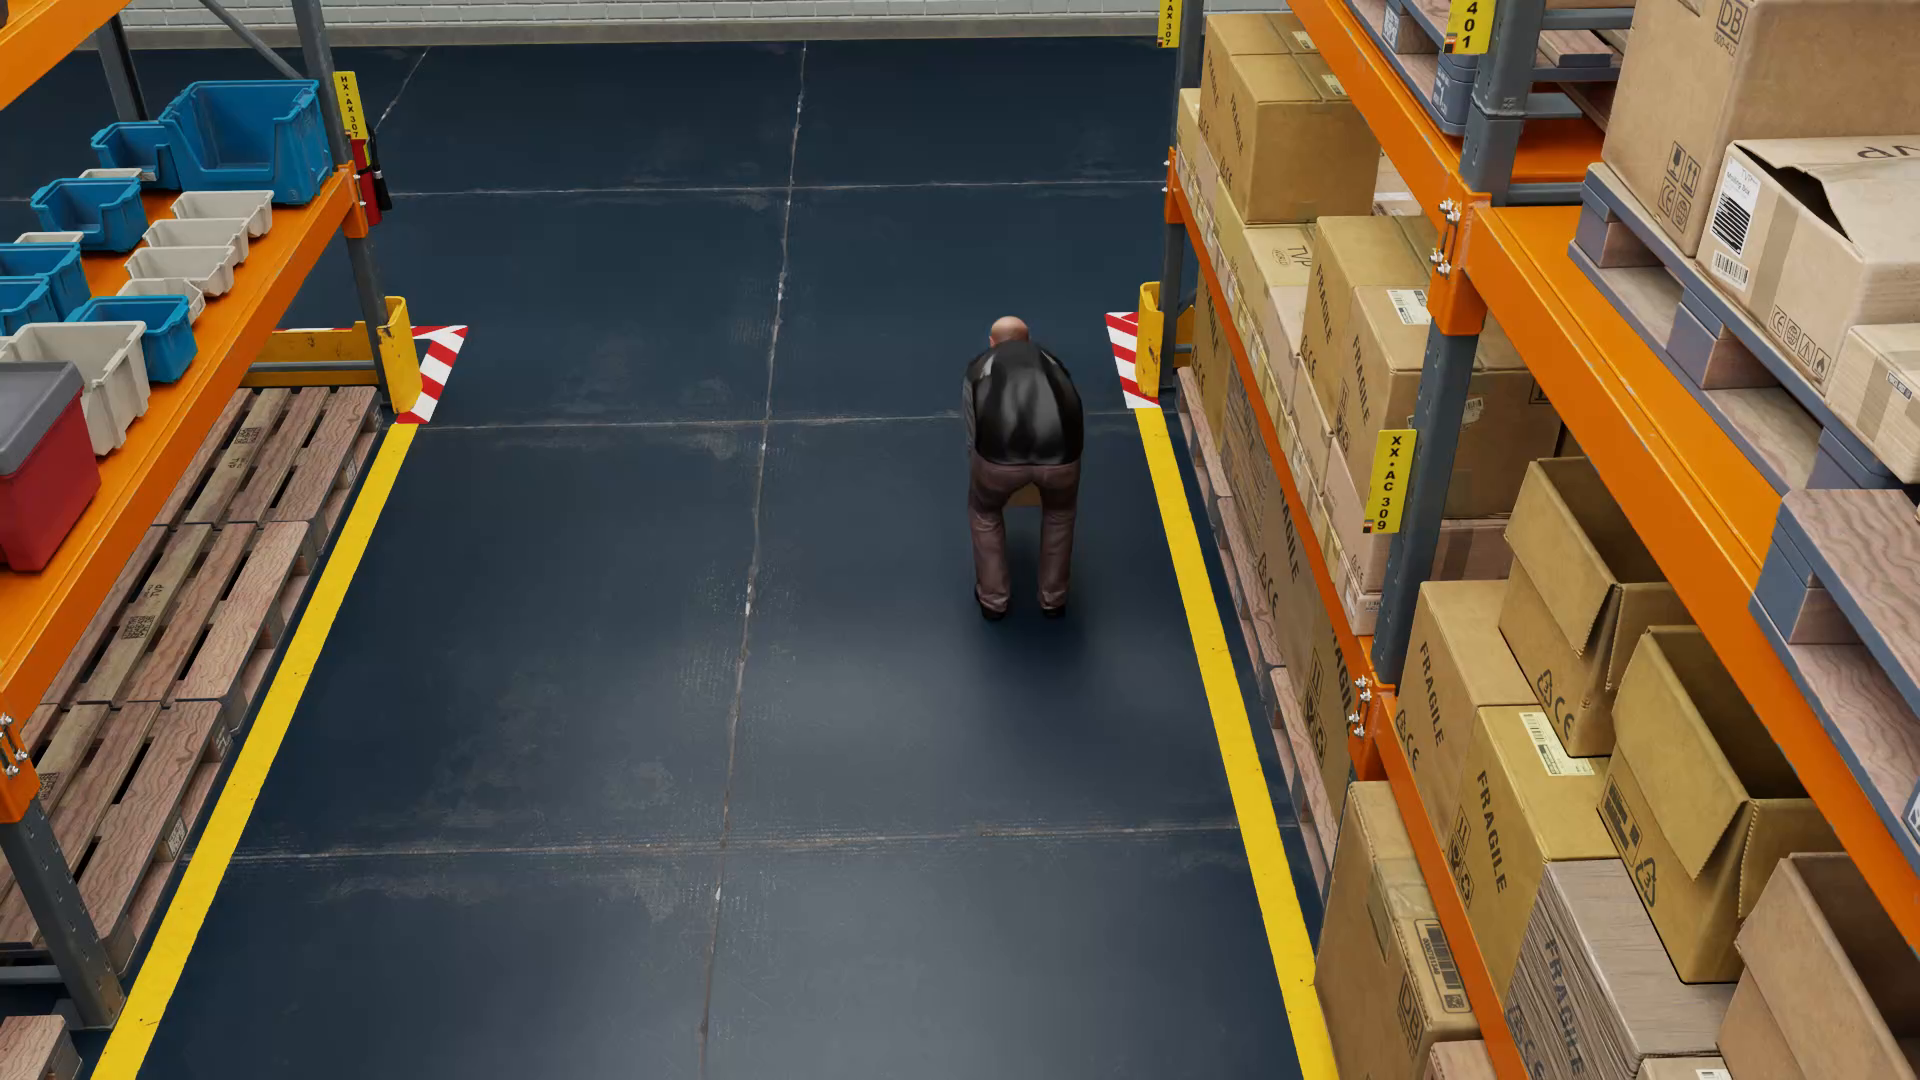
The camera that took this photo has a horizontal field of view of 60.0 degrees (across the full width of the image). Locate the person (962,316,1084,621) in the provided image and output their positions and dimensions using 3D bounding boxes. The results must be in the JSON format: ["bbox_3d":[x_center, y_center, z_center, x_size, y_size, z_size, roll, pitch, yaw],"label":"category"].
[{"bbox_3d":[0.252,-0.312,7.136,0.468,1.123,0.959,-3,35,-4],"label":"person"}]
